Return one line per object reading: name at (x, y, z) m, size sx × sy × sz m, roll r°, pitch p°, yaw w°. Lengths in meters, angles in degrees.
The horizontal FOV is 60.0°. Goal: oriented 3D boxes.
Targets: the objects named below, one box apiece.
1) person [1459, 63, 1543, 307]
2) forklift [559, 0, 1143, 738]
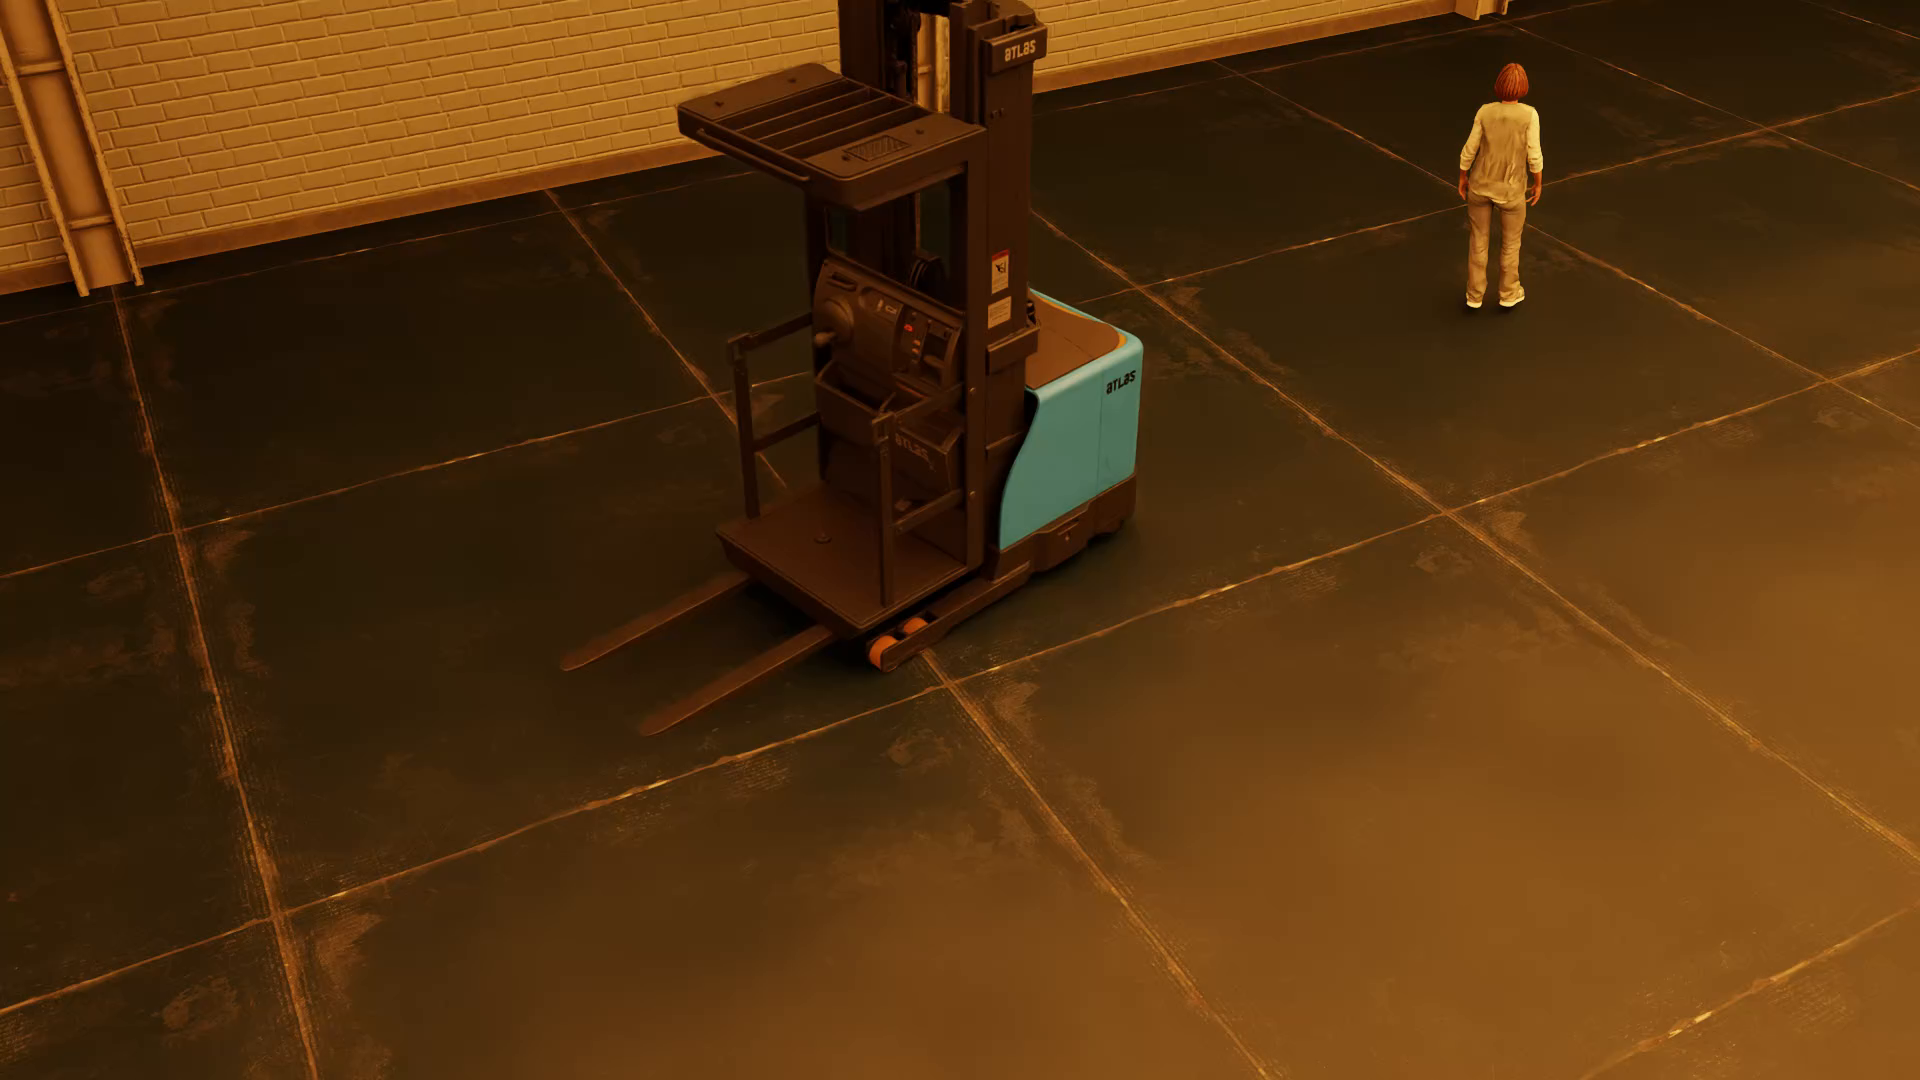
person at (3.354, -2.195, 10.304) m, size 0.520 × 1.597 × 0.475 m, roll 16°, pitch 38°, yaw 21°
forklift at (-0.487, -0.920, 7.425) m, size 3.031 × 2.935 × 1.130 m, roll -29°, pitch 45°, yaw -35°
